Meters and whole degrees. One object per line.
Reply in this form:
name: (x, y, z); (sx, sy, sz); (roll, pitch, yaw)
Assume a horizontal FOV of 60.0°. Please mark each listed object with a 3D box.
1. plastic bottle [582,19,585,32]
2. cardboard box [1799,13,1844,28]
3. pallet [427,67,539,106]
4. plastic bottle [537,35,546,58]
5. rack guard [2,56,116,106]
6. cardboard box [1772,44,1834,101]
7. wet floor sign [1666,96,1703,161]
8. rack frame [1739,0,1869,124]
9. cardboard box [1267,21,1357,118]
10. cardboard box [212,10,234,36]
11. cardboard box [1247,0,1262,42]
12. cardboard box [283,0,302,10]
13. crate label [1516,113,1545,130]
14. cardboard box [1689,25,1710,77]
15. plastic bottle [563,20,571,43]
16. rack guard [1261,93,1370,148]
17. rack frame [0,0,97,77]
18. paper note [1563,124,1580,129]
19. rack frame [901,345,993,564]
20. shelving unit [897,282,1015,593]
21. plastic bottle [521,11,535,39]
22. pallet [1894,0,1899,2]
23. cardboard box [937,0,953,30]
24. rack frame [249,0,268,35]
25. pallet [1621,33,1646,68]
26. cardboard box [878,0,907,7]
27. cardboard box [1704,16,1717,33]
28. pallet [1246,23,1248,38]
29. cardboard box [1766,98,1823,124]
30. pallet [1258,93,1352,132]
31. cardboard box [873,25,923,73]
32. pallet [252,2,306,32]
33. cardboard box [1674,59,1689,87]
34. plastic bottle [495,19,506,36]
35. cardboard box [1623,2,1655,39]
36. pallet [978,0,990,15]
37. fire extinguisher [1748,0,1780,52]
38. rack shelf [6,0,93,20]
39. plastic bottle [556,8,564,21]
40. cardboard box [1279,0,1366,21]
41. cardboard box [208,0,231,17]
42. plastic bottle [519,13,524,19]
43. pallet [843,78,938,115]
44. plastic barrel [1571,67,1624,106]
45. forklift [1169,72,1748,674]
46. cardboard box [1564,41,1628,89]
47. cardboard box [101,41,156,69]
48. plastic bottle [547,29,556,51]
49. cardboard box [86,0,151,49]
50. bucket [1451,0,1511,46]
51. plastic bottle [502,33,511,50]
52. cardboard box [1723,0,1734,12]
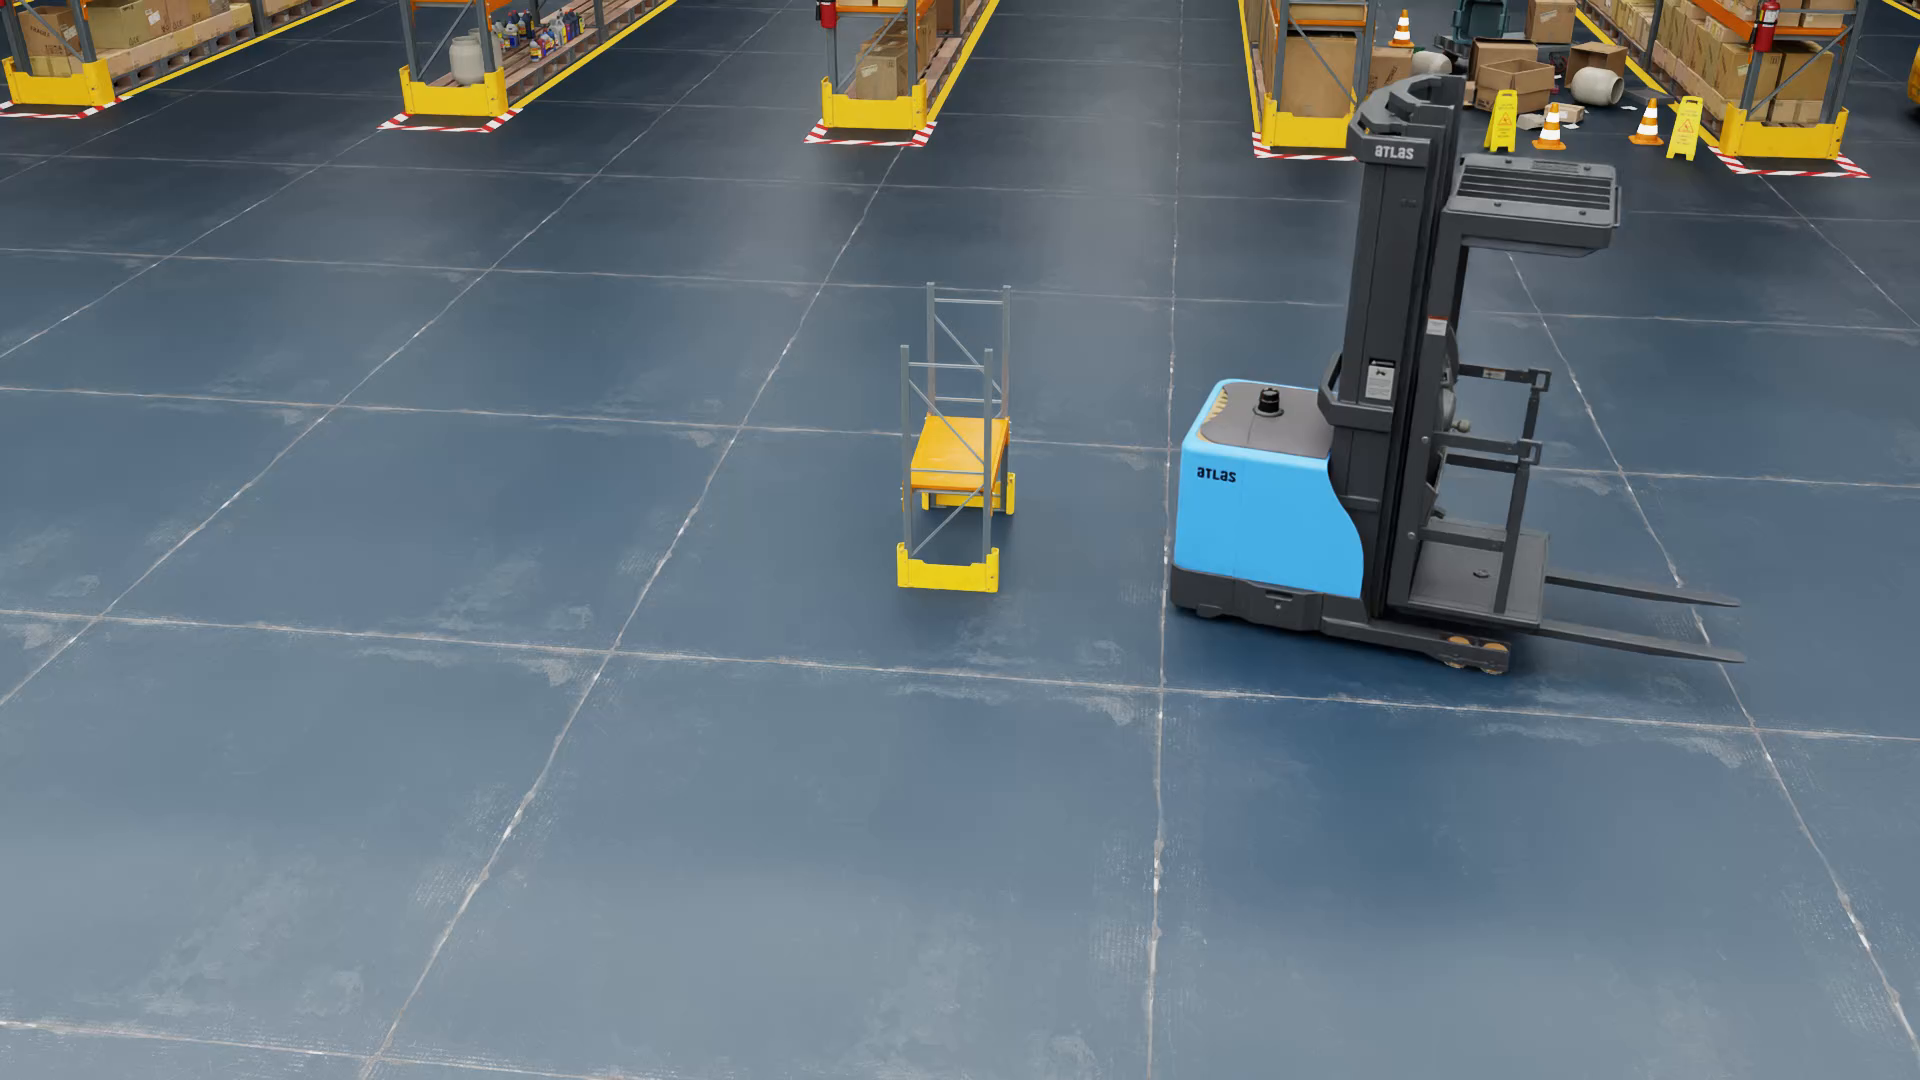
plastic bottle: (-5.145, -6.999, 22.565); (0.097, 0.201, 0.097); (0, 28, 0)
cardboard box: (9.098, -5.517, 17.592); (0.380, 0.149, 0.250); (3, 29, 6)
pallet: (-5.832, -5.536, 20.303); (1.003, 0.211, 1.213); (3, 28, 6)
plastic bottle: (-5.322, -6.282, 21.147); (0.061, 0.283, 0.133); (4, 29, 7)
rack guard: (-10.818, -5.521, 19.971); (1.175, 0.500, 0.348); (3, 28, 6)
cardboard box: (9.227, -5.159, 18.328); (0.500, 0.500, 0.500); (2, 28, 4)
wet floor sign: (7.766, -4.416, 17.766); (0.267, 0.644, 0.232); (14, 31, 24)
rack frame: (8.851, -5.479, 17.258); (1.000, 3.000, 0.127); (3, 28, 6)
cardboard box: (3.944, -5.292, 18.708); (0.875, 0.875, 0.875); (4, 29, 6)
cardboard box: (-10.236, -7.024, 22.582); (0.500, 0.250, 0.500); (3, 28, 6)
cardboard box: (4.403, -7.094, 22.185); (1.050, 0.750, 0.750); (3, 28, 6)
cardboard box: (-9.966, -7.906, 24.218); (0.500, 0.250, 0.500); (4, 29, 7)
crate label: (6.515, -4.775, 18.968); (0.250, 0.136, 0.298); (-11, 30, -20)
cardboard box: (8.820, -5.659, 19.257); (0.500, 0.500, 0.500); (3, 28, 5)
plastic bottle: (-5.204, -6.734, 21.988); (0.061, 0.283, 0.133); (5, 29, 10)
rack guard: (3.923, -4.608, 18.275); (1.175, 0.500, 0.348); (3, 28, 6)
rack frame: (-10.815, -6.633, 19.399); (1.000, 3.000, 0.127); (3, 28, 6)
paper note: (6.992, -4.733, 19.003); (0.148, 0.019, 0.142); (-6, 29, -11)
rack frame: (-0.073, -0.381, 9.376); (0.500, 1.500, 0.032); (3, 28, 6)
shelving unit: (-0.009, -0.624, 9.828); (0.587, 1.500, 1.083); (3, 28, 6)
plastic bottle: (-5.777, -6.889, 22.204); (0.144, 0.351, 0.185); (3, 28, 6)
pallet: (15.039, -8.653, 26.088); (1.003, 0.211, 1.213); (3, 28, 6)
cardboard box: (-0.397, -7.319, 22.845); (0.700, 0.500, 0.500); (1, 28, 2)
rack frame: (-10.325, -8.515, 22.894); (1.000, 3.000, 0.127); (3, 28, 6)
pallet: (9.435, -6.501, 22.095); (1.003, 0.211, 1.213); (3, 28, 6)
cardboard box: (-0.712, -6.065, 18.610); (0.380, 0.149, 0.250); (3, 28, 6)
cardboard box: (8.737, -5.880, 18.984); (0.380, 0.149, 0.250); (5, 29, 8)
pallet: (4.583, -7.318, 23.611); (1.003, 0.211, 1.213); (3, 28, 6)
cardboard box: (9.225, -4.817, 18.485); (0.500, 0.250, 0.500); (3, 28, 6)
pallet: (3.947, -4.873, 19.072); (1.003, 0.211, 1.213); (3, 28, 6)
cardboard box: (-0.756, -6.010, 20.435); (0.500, 0.500, 0.500); (6, 29, 11)
pallet: (-10.274, -7.637, 24.203); (1.003, 0.211, 1.213); (3, 28, 6)
cardboard box: (8.885, -5.573, 19.888); (0.500, 0.250, 0.500); (3, 28, 6)
plastic bottle: (-5.995, -6.609, 21.683); (0.144, 0.351, 0.185); (3, 28, 6)
cardboard box: (9.488, -6.976, 22.364); (0.950, 0.372, 0.625); (5, 29, 9)
pallet: (-0.101, -8.226, 25.296); (1.003, 0.211, 1.213); (3, 28, 6)
fire extinguisher: (8.380, -5.418, 17.226); (0.296, 0.674, 0.183); (3, 28, 6)
rack shelf: (-10.570, -7.257, 21.317); (1.077, 0.370, 4.000); (3, 28, 6)
plastic bottle: (-5.345, -6.942, 22.302); (0.144, 0.351, 0.185); (3, 28, 6)
cardboard box: (3.927, -5.963, 17.997); (0.875, 0.550, 0.550); (3, 28, 6)
cardboard box: (-10.238, -7.354, 22.404); (0.500, 0.500, 0.500); (3, 28, 6)
plastic bottle: (-5.896, -6.942, 22.381); (0.152, 0.276, 0.135); (4, 29, 8)
pallet: (-0.840, -5.244, 19.761); (1.003, 0.211, 1.213); (3, 28, 6)
plastic barrel: (7.602, -5.405, 19.837); (0.421, 0.421, 0.512); (-24, 36, -37)
forklift: (2.765, -0.855, 8.747); (3.031, 2.935, 1.130); (10, 30, 17)
cardboard box: (7.860, -5.837, 20.556); (0.500, 0.500, 0.500); (-24, 36, -37)
cardboard box: (-10.471, -6.082, 20.833); (0.500, 0.250, 0.500); (3, 28, 6)
plastic bottle: (-5.289, -6.475, 21.518); (0.097, 0.271, 0.097); (0, 28, 0)
cardboard box: (-10.469, -6.412, 20.655); (0.500, 0.500, 0.500); (3, 28, 6)
bucket: (6.688, -6.632, 21.247); (0.726, 0.611, 0.620); (14, 21, 24)
plastic bottle: (-5.893, -6.469, 21.581); (0.097, 0.201, 0.097); (0, 28, 0)
cardboard box: (8.660, -5.925, 18.351); (0.380, 0.149, 0.250); (4, 29, 7)
